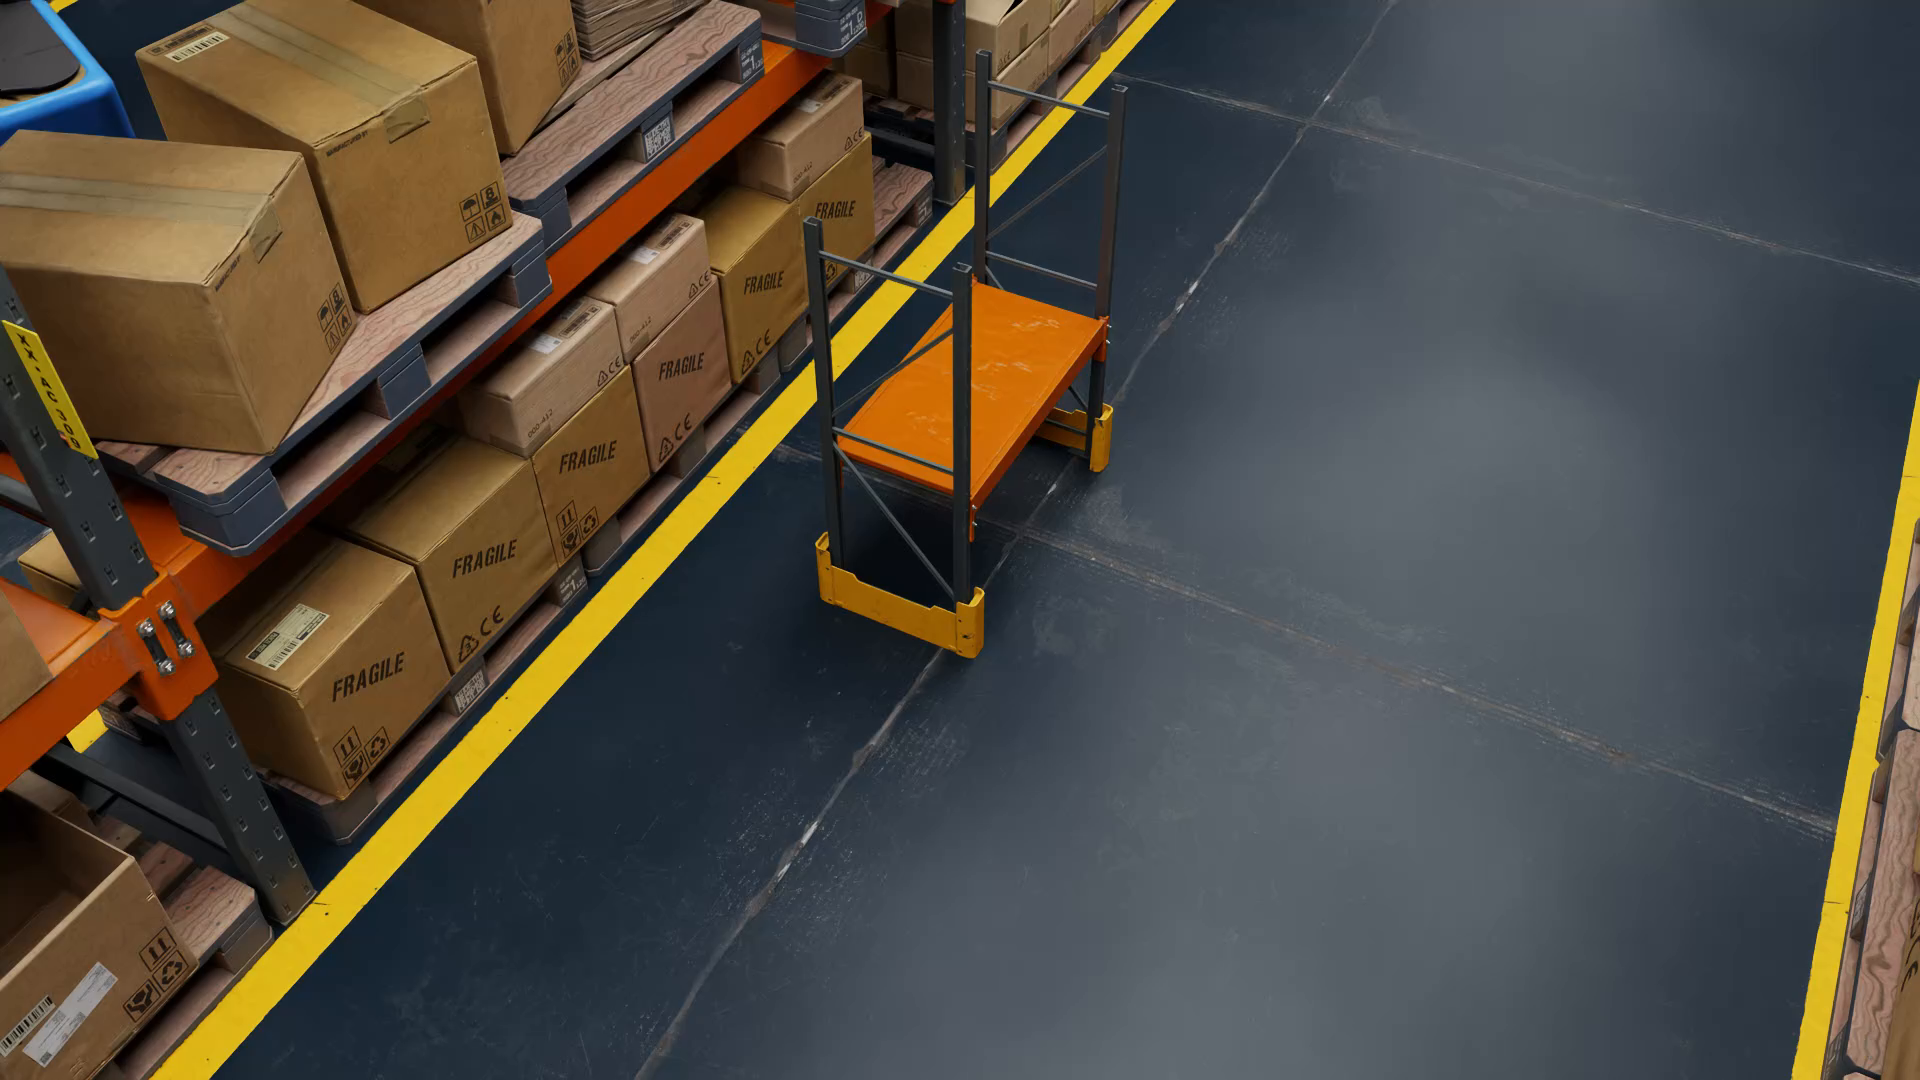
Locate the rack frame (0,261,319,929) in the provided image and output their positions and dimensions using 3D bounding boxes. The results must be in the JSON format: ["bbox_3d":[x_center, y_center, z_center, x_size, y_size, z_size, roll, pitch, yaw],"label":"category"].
[{"bbox_3d":[-2.303,-0.167,3.806,1.000,3.000,0.127,20,49,19],"label":"rack frame"}]

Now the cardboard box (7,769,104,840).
[{"bbox_3d":[-2.689,0.816,4.415,0.500,0.311,0.500,20,49,19],"label":"cardboard box"}]

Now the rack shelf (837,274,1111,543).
[{"bbox_3d":[0.040,-0.455,5.398,0.538,0.185,1.000,20,49,19],"label":"rack shelf"}]

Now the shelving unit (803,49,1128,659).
[{"bbox_3d":[0.035,-0.575,5.264,0.587,1.500,1.083,20,49,19],"label":"shelving unit"}]

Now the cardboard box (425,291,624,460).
[{"bbox_3d":[-1.398,-0.561,5.116,0.500,0.250,0.500,21,49,19],"label":"cardboard box"}]

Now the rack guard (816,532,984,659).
[{"bbox_3d":[-0.196,0.178,5.398,0.587,0.250,0.087,20,49,19],"label":"rack guard"}]

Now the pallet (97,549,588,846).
[{"bbox_3d":[-1.959,0.288,5.317,1.003,0.211,1.213,20,49,19],"label":"pallet"}]

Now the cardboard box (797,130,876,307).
[{"bbox_3d":[-0.672,-1.296,6.370,0.500,0.500,0.500,22,49,21],"label":"cardboard box"}]

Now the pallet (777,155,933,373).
[{"bbox_3d":[-0.826,-1.249,6.836,1.003,0.211,1.213,20,49,19],"label":"pallet"}]

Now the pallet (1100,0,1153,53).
[{"bbox_3d":[0.538,-2.978,8.545,1.003,0.211,1.213,20,49,19],"label":"pallet"}]

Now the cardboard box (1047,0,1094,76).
[{"bbox_3d":[0.290,-2.418,7.669,0.500,0.250,0.500,19,48,18],"label":"cardboard box"}]

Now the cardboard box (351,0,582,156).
[{"bbox_3d":[-1.538,-1.483,4.741,0.700,0.500,0.500,9,46,9],"label":"cardboard box"}]

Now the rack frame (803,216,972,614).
[{"bbox_3d":[-0.196,-0.261,4.953,0.500,1.500,0.032,20,49,19],"label":"rack frame"}]

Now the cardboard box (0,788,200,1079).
[{"bbox_3d":[-2.316,1.009,4.091,0.500,0.500,0.500,20,49,19],"label":"cardboard box"}]

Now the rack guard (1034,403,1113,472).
[{"bbox_3d":[0.267,-0.450,6.019,0.587,0.250,0.087,20,49,19],"label":"rack guard"}]

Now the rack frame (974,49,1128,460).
[{"bbox_3d":[0.276,-0.901,5.586,0.500,1.500,0.032,20,49,19],"label":"rack frame"}]

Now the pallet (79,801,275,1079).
[{"bbox_3d":[-2.623,1.245,4.371,1.003,0.211,1.213,20,49,19],"label":"pallet"}]

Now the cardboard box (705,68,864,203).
[{"bbox_3d":[-0.695,-1.523,6.067,0.500,0.250,0.500,22,49,21],"label":"cardboard box"}]

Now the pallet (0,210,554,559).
[{"bbox_3d":[-1.835,-0.567,4.336,1.003,0.211,1.213,20,49,19],"label":"pallet"}]

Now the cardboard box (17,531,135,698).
[{"bbox_3d":[-2.328,0.151,4.940,0.500,0.500,0.500,20,49,19],"label":"cardboard box"}]

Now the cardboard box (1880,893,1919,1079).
[{"bbox_3d":[2.683,1.061,3.809,0.750,0.750,0.750,22,49,20],"label":"cardboard box"}]

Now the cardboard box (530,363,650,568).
[{"bbox_3d":[-1.386,-0.319,5.405,0.500,0.500,0.500,21,49,20],"label":"cardboard box"}]

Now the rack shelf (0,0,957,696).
[{"bbox_3d":[-1.375,-1.174,5.307,1.077,0.370,4.000,20,49,19],"label":"rack shelf"}]

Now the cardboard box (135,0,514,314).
[{"bbox_3d":[-1.622,-1.029,4.292,0.700,0.500,0.500,28,52,25],"label":"cardboard box"}]

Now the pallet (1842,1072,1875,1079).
[{"bbox_3d":[2.378,1.935,3.689,1.003,0.211,1.213,20,49,19],"label":"pallet"}]

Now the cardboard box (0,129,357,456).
[{"bbox_3d":[-1.885,-0.574,3.843,0.700,0.500,0.500,6,46,6],"label":"cardboard box"}]

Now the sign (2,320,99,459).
[{"bbox_3d":[-1.819,-0.297,3.326,0.100,0.325,0.005,20,49,19],"label":"sign"}]

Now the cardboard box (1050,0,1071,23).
[{"bbox_3d":[0.293,-2.632,7.486,0.500,0.311,0.500,19,48,18],"label":"cardboard box"}]

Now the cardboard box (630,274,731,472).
[{"bbox_3d":[-1.151,-0.638,5.719,0.500,0.500,0.500,19,48,18],"label":"cardboard box"}]

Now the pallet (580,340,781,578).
[{"bbox_3d":[-1.394,-0.483,6.079,1.003,0.211,1.213,20,49,19],"label":"pallet"}]

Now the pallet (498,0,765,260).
[{"bbox_3d":[-1.345,-1.393,5.153,1.003,0.211,1.213,20,49,19],"label":"pallet"}]

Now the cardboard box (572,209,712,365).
[{"bbox_3d":[-1.166,-0.877,5.429,0.500,0.250,0.500,20,49,18],"label":"cardboard box"}]

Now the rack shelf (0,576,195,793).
[{"bbox_3d":[-3.231,1.346,2.817,1.077,0.370,4.000,20,49,19],"label":"rack shelf"}]

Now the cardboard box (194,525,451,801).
[{"bbox_3d":[-1.863,0.333,4.760,0.500,0.500,0.500,18,48,17],"label":"cardboard box"}]

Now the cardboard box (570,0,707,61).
[{"bbox_3d":[-1.232,-1.923,5.176,0.700,0.500,0.500,30,52,26],"label":"cardboard box"}]

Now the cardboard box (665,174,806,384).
[{"bbox_3d":[-0.913,-0.970,6.048,0.500,0.500,0.500,19,48,18],"label":"cardboard box"}]

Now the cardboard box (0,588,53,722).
[{"bbox_3d":[-2.308,0.197,3.376,0.500,0.500,0.500,21,49,20],"label":"cardboard box"}]

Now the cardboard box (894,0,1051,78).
[{"bbox_3d":[0.057,-2.298,7.156,0.500,0.311,0.500,22,49,20],"label":"cardboard box"}]

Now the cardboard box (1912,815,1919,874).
[{"bbox_3d":[3.073,0.524,4.339,0.750,0.750,0.750,20,49,19],"label":"cardboard box"}]

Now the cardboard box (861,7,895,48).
[{"bbox_3d":[-0.421,-2.477,7.332,0.500,0.311,0.500,22,49,20],"label":"cardboard box"}]

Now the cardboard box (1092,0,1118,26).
[{"bbox_3d":[0.526,-2.748,7.994,0.500,0.250,0.500,19,48,18],"label":"cardboard box"}]

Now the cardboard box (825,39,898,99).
[{"bbox_3d":[-0.418,-2.280,7.532,0.500,0.250,0.500,22,49,20],"label":"cardboard box"}]

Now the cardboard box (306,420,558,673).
[{"bbox_3d":[-1.625,-0.007,5.096,0.500,0.500,0.500,21,49,20],"label":"cardboard box"}]

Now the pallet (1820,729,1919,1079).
[{"bbox_3d":[2.943,1.164,4.451,1.003,0.211,1.213,20,49,19],"label":"pallet"}]

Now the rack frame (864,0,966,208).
[{"bbox_3d":[-0.446,-2.687,6.297,1.000,3.000,0.127,20,49,19],"label":"rack frame"}]

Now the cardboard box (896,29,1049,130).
[{"bbox_3d":[0.057,-2.101,7.356,0.500,0.250,0.500,20,49,19],"label":"cardboard box"}]

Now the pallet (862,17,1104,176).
[{"bbox_3d":[-0.029,-2.213,7.788,1.003,0.211,1.213,20,49,19],"label":"pallet"}]

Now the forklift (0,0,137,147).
[{"bbox_3d":[-4.292,-2.503,6.163,1.130,2.935,3.031,-29,52,-26],"label":"forklift"}]

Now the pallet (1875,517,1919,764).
[{"bbox_3d":[3.510,0.398,5.208,1.003,0.211,1.213,20,49,19],"label":"pallet"}]

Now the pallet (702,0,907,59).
[{"bbox_3d":[-0.699,-2.169,5.920,1.213,0.211,1.003,20,49,19],"label":"pallet"}]
